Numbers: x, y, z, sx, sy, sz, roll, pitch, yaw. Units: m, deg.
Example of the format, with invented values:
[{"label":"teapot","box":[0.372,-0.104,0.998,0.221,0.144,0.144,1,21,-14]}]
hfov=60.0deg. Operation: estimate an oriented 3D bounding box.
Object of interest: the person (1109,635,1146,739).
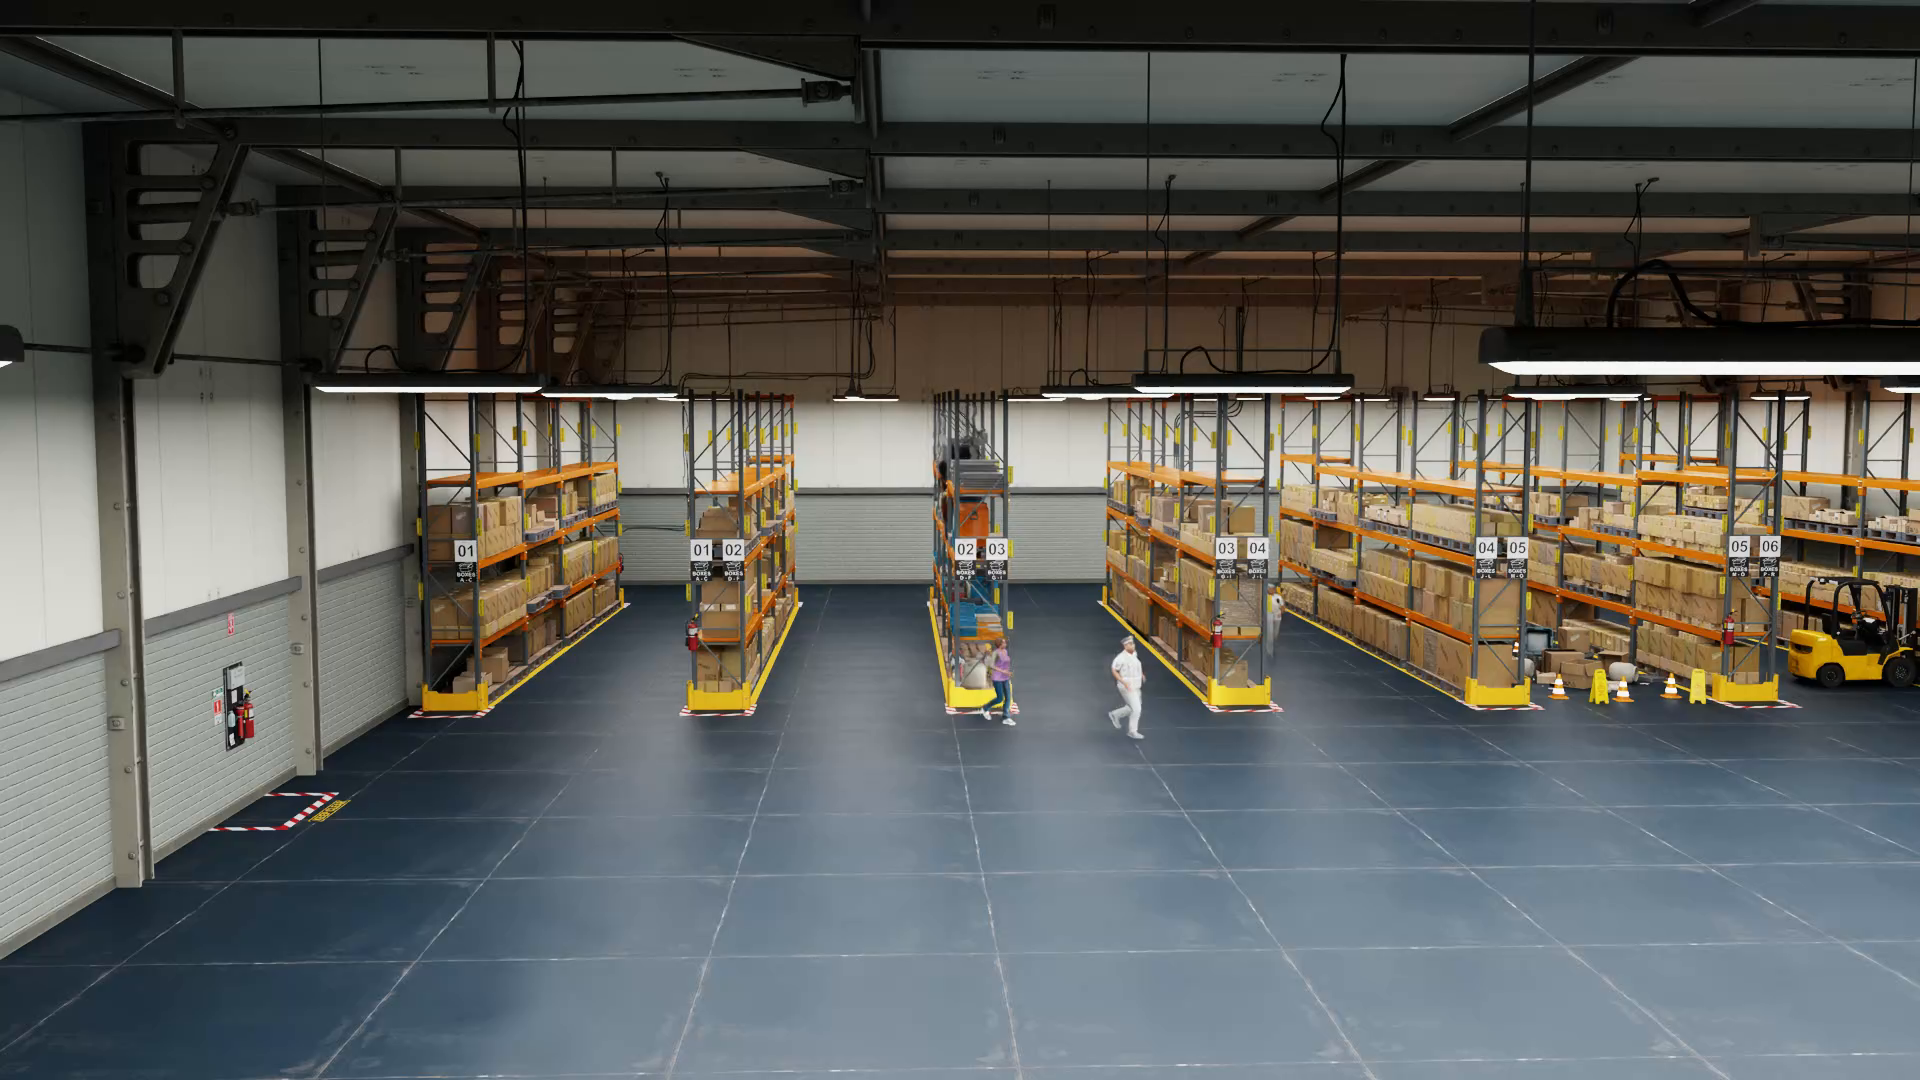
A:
[{"label":"person","box":[2.891,2.518,28.702,0.698,1.775,0.657,3,6,36]}]

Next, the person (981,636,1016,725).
[{"label":"person","box":[0.702,2.506,29.763,0.717,1.582,0.563,3,6,36]}]

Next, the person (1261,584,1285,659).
[{"label":"person","box":[7.072,1.831,37.761,0.602,1.692,0.776,0,5,-1]}]
